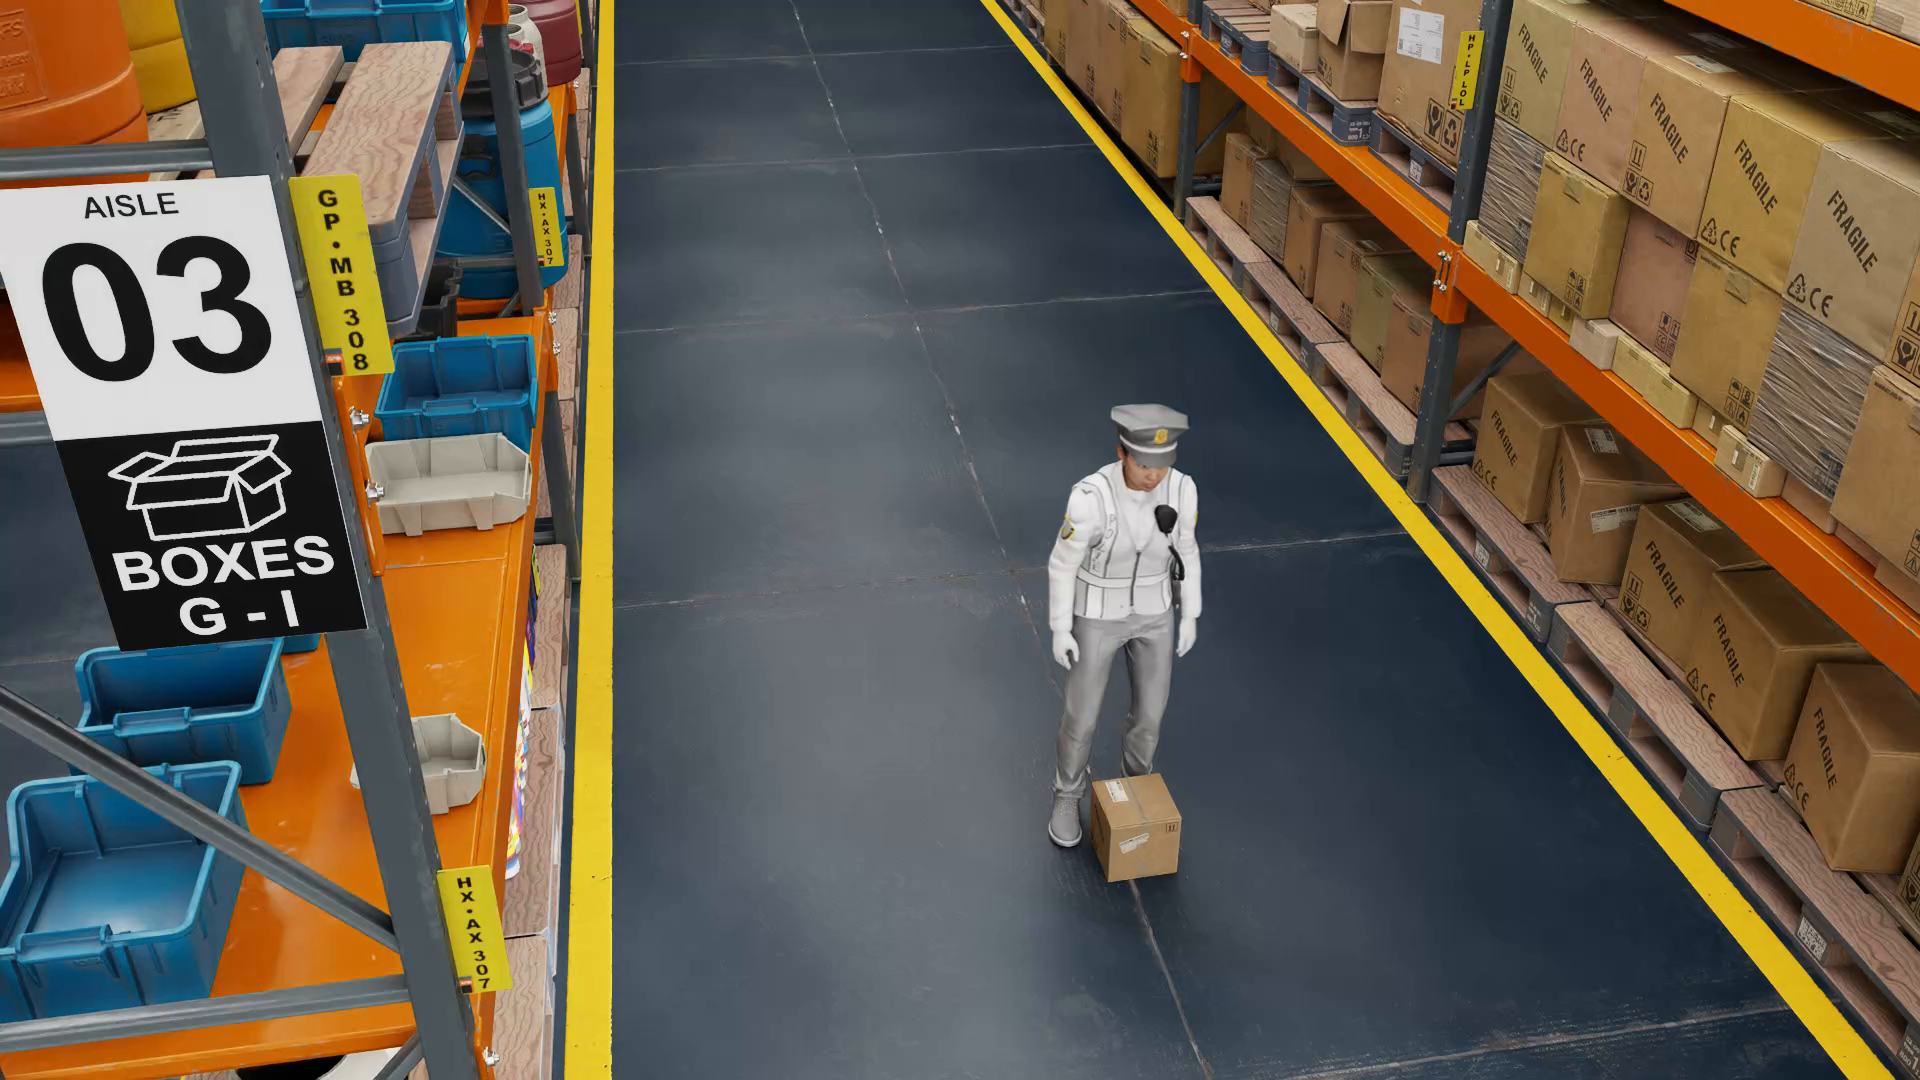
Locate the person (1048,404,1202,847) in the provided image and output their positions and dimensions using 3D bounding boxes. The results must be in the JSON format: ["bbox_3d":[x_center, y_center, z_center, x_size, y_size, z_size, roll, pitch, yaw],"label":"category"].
[{"bbox_3d":[0.562,0.282,5.657,0.535,1.663,0.379,-6,31,-10],"label":"person"}]
